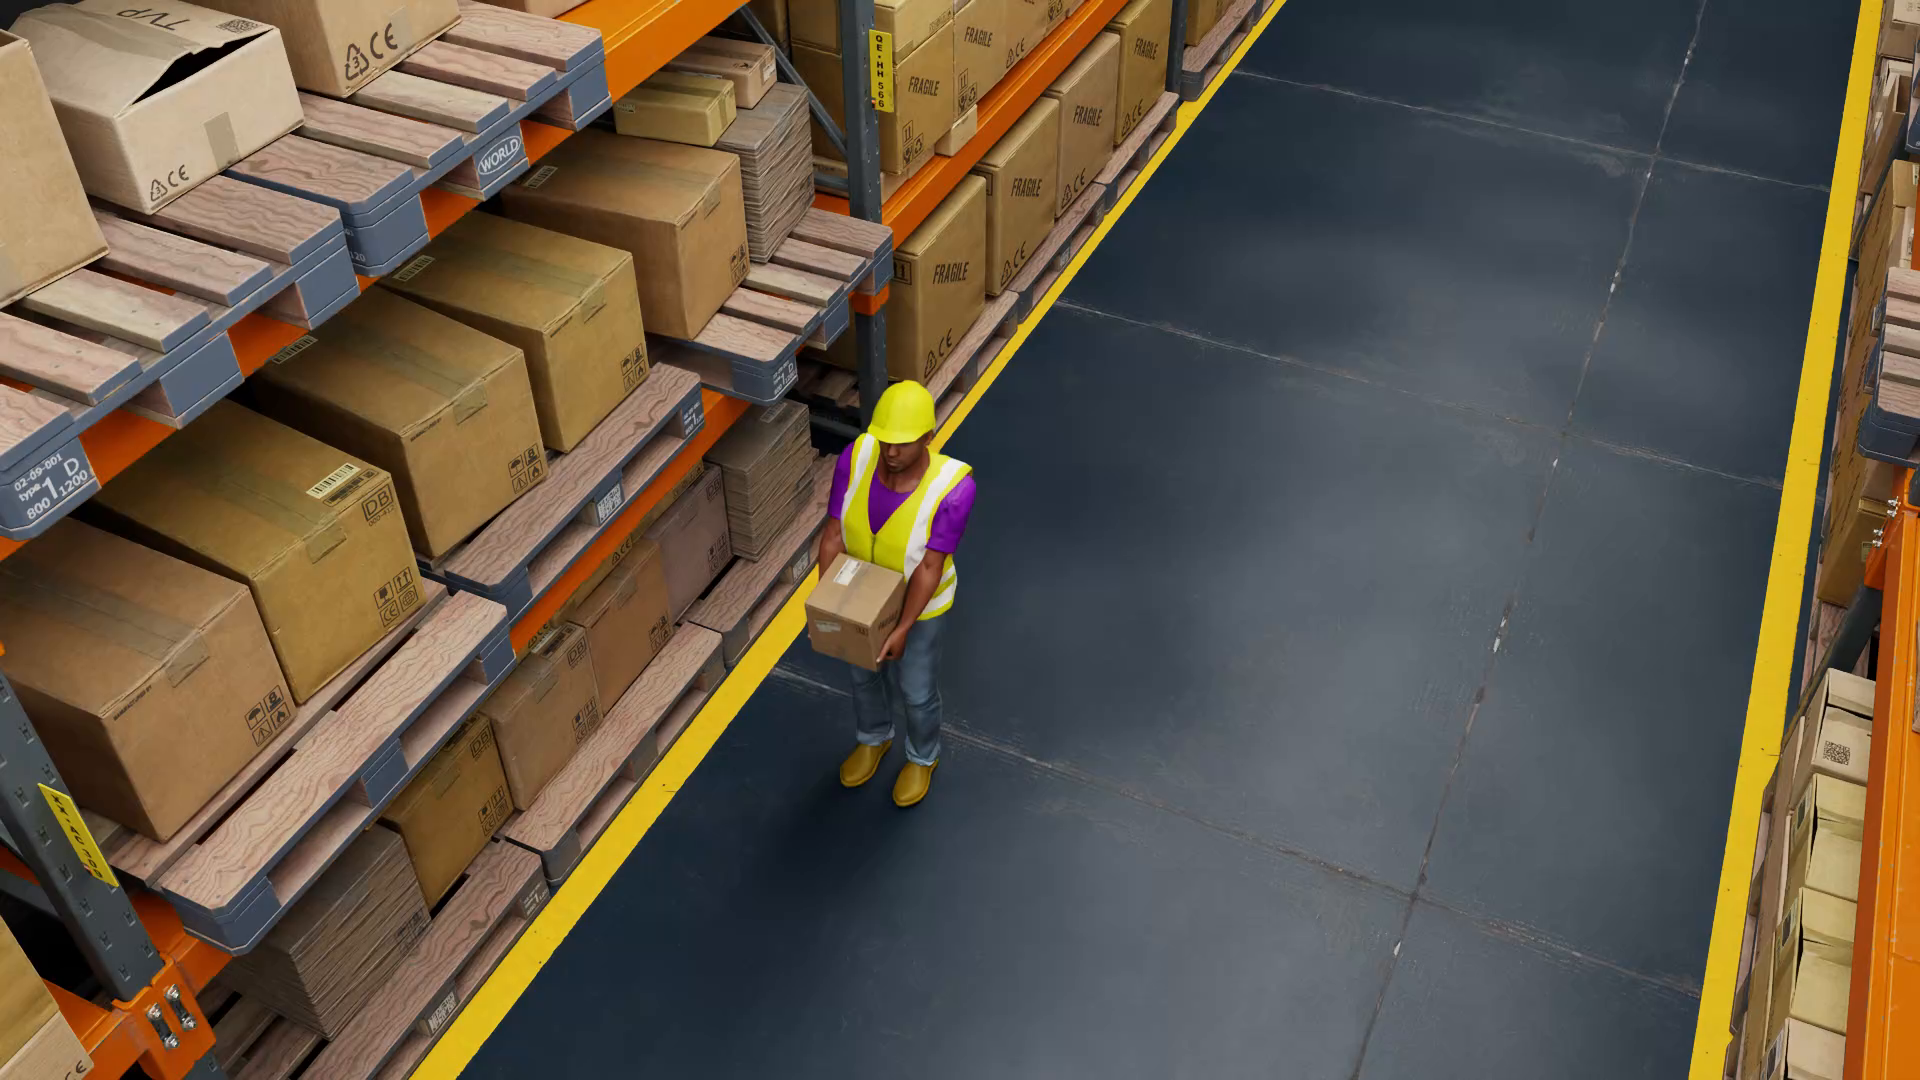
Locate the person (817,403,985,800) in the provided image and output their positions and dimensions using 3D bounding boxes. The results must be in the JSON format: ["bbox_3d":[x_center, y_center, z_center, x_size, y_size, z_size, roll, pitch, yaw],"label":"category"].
[{"bbox_3d":[-0.221,0.208,5.914,0.616,1.760,0.459,16,44,17],"label":"person"}]
